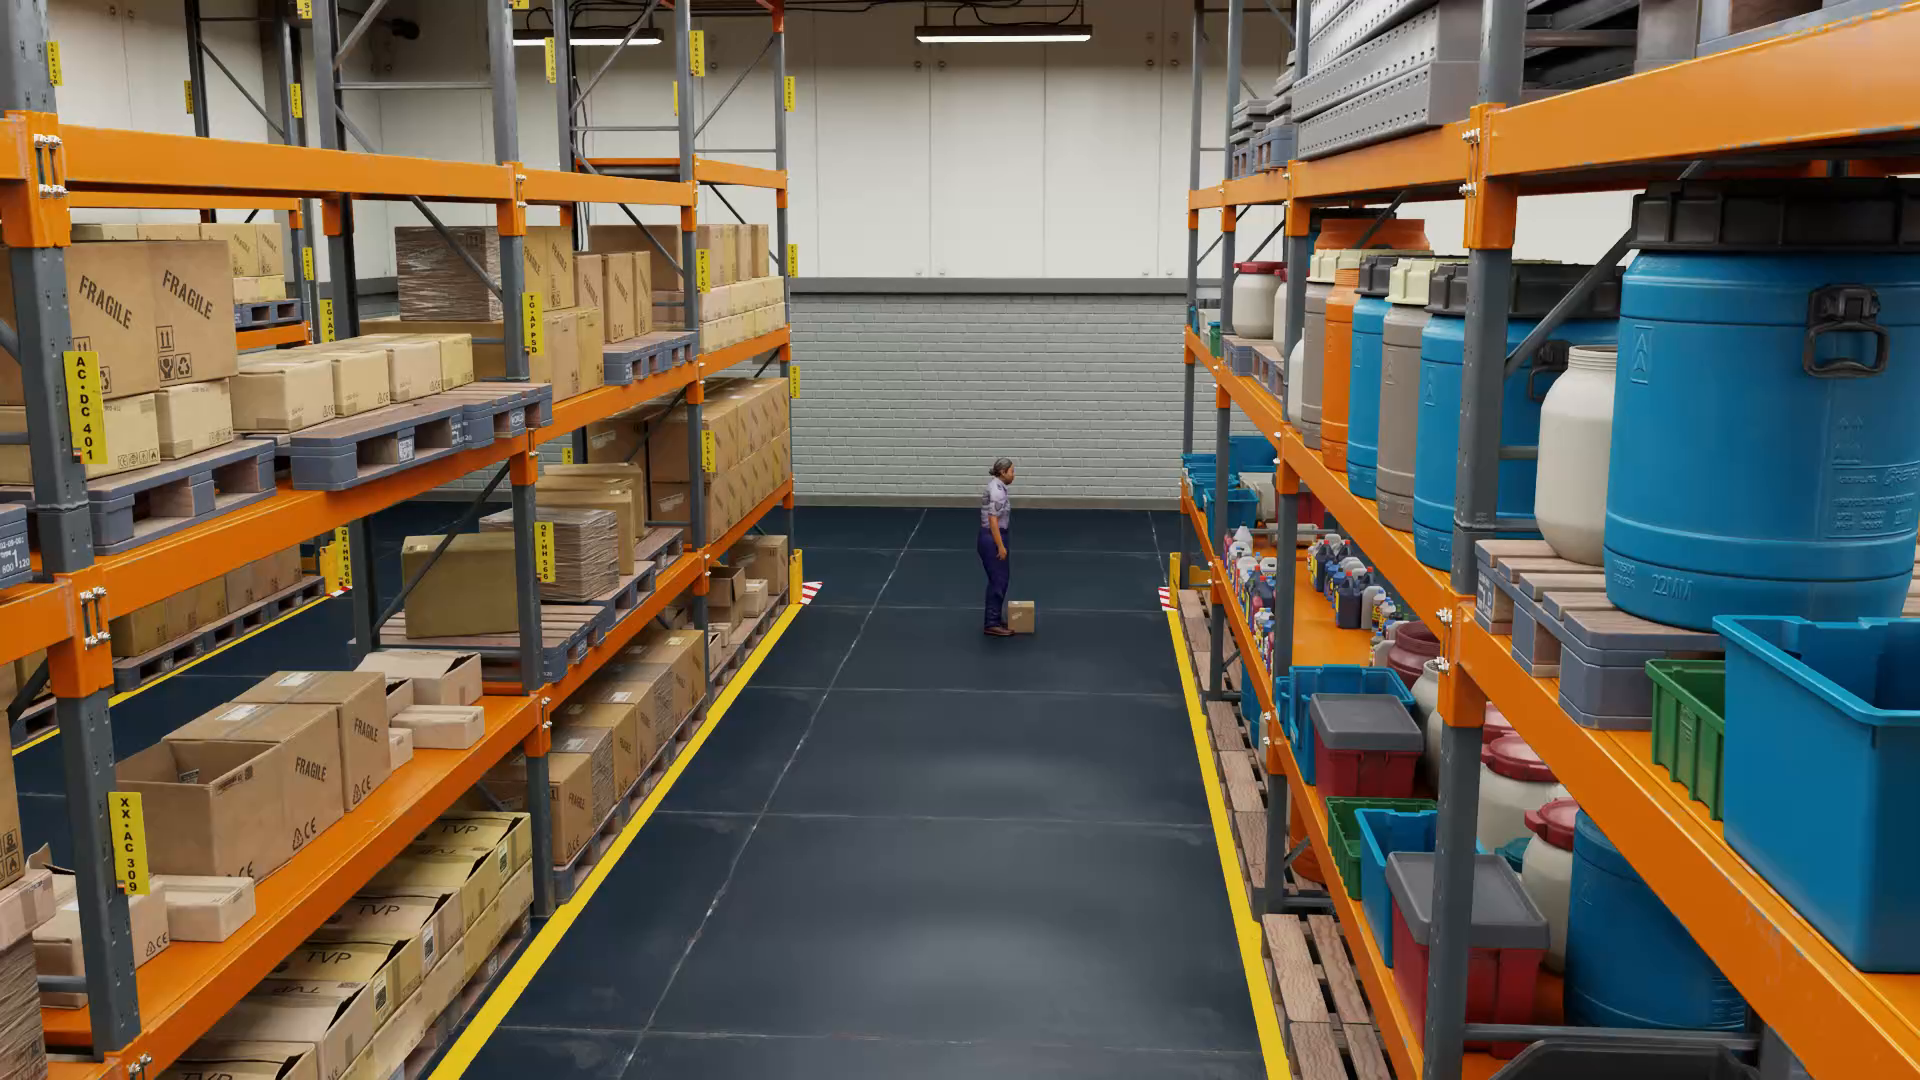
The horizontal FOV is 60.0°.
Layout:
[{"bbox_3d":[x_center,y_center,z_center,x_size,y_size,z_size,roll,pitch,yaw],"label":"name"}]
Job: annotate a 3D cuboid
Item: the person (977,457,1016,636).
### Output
[{"bbox_3d":[0.345,0.051,15.722,0.364,1.638,0.564,0,11,1],"label":"person"}]
